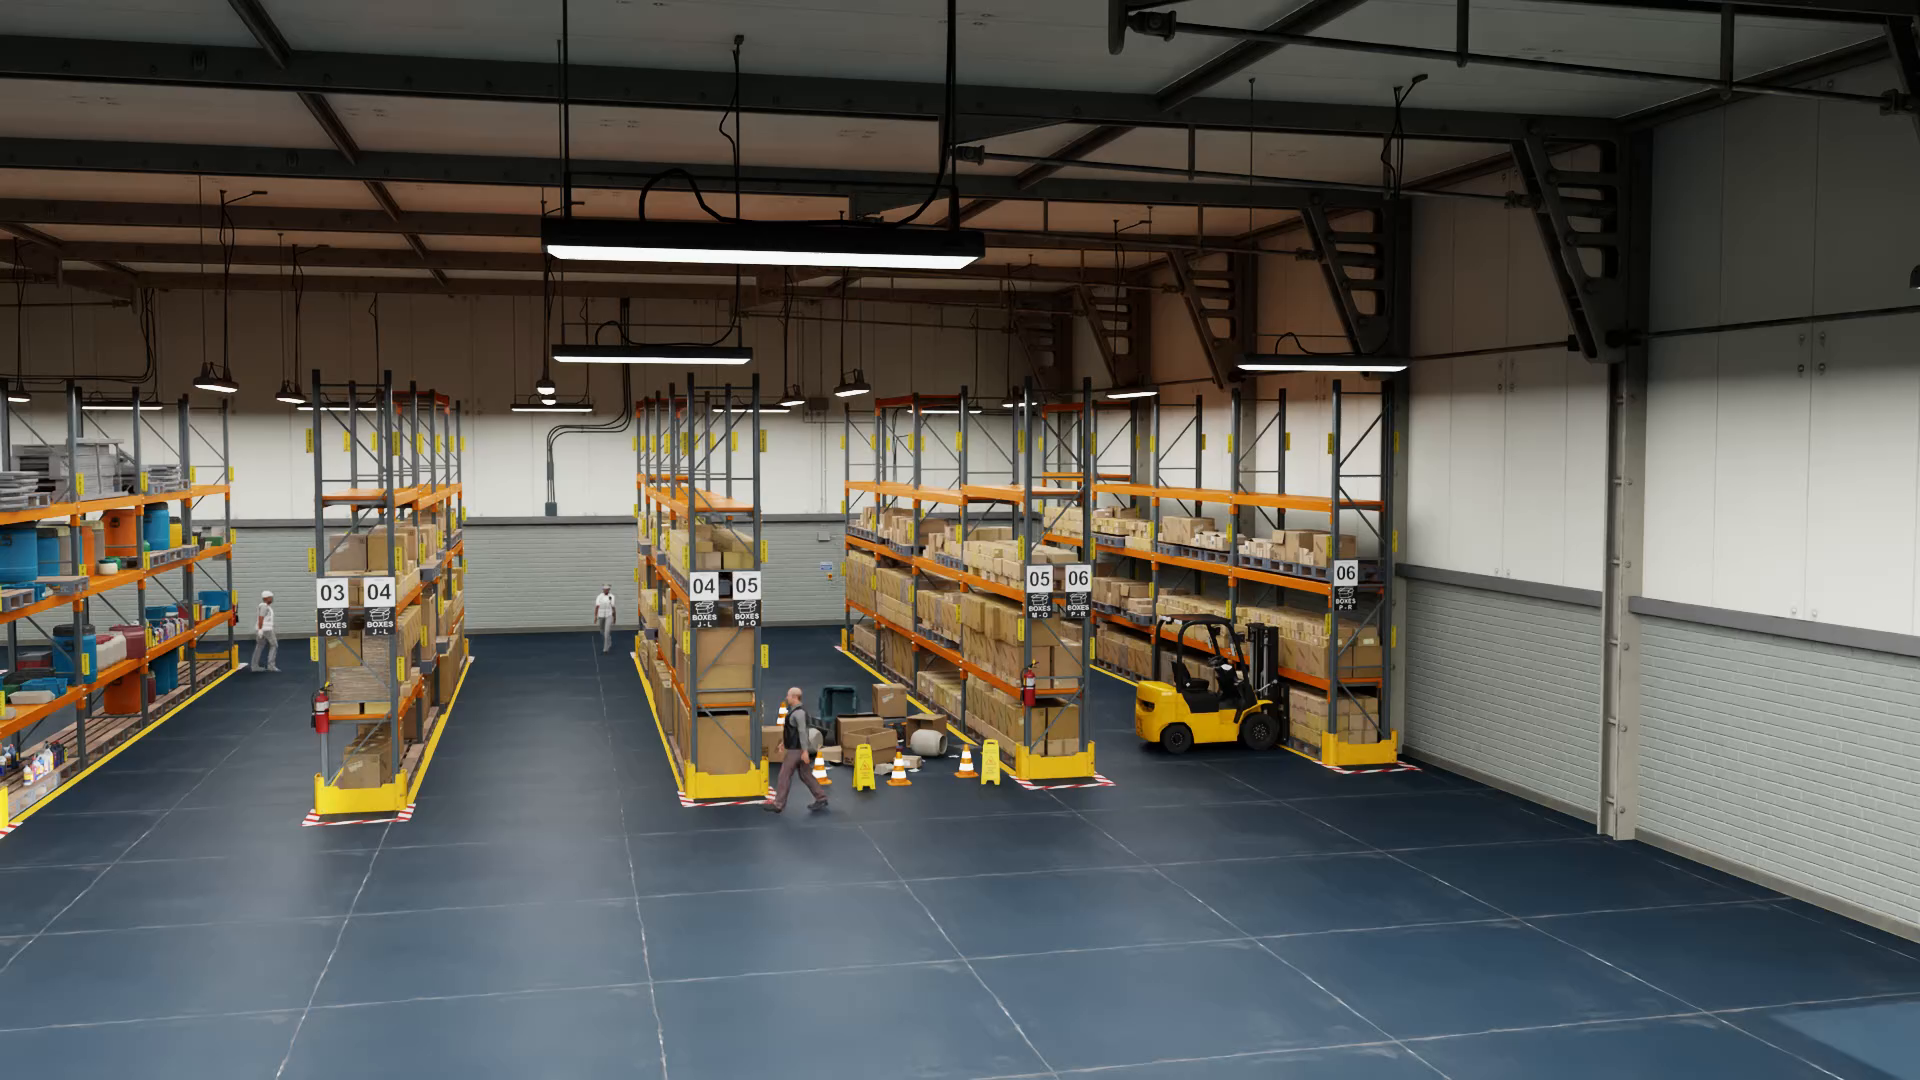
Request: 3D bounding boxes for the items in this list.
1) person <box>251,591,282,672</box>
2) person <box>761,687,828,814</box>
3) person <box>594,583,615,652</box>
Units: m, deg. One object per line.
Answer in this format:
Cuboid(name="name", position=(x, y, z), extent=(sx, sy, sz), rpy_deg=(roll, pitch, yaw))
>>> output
Cuboid(name="person", position=(-15.300, 2.021, 36.531), extent=(0.530, 1.813, 0.581), rpy_deg=(3, 5, 44))
Cuboid(name="person", position=(-2.247, 2.853, 22.647), extent=(0.886, 1.702, 0.547), rpy_deg=(0, 3, 2))
Cuboid(name="person", position=(-8.543, 1.855, 40.120), extent=(0.476, 1.627, 0.911), rpy_deg=(0, 3, 6))
